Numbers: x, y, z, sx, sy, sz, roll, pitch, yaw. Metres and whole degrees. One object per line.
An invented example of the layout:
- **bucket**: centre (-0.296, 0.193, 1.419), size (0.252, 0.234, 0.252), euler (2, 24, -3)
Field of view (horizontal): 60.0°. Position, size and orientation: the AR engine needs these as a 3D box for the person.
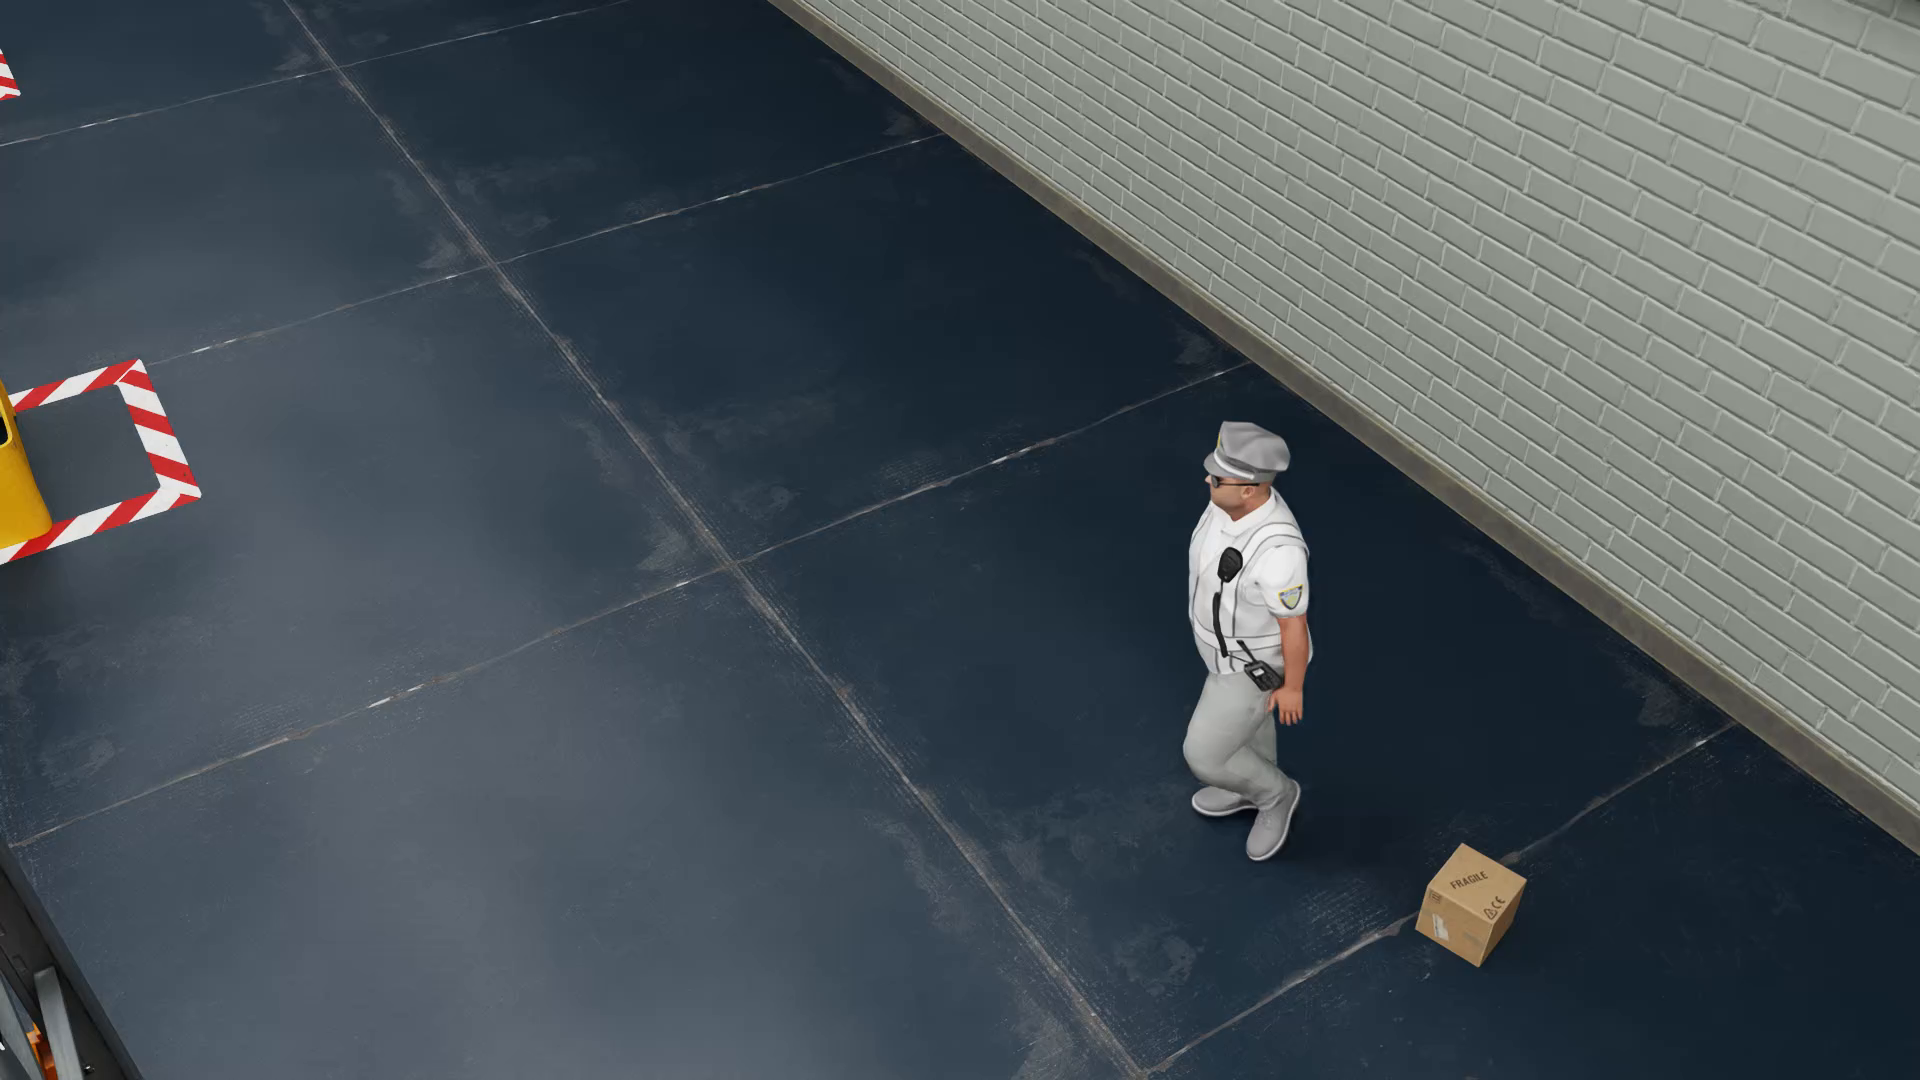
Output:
- **person**: centre (0.987, 0.357, 5.704), size (0.472, 1.748, 0.596), euler (-6, 41, -6)
